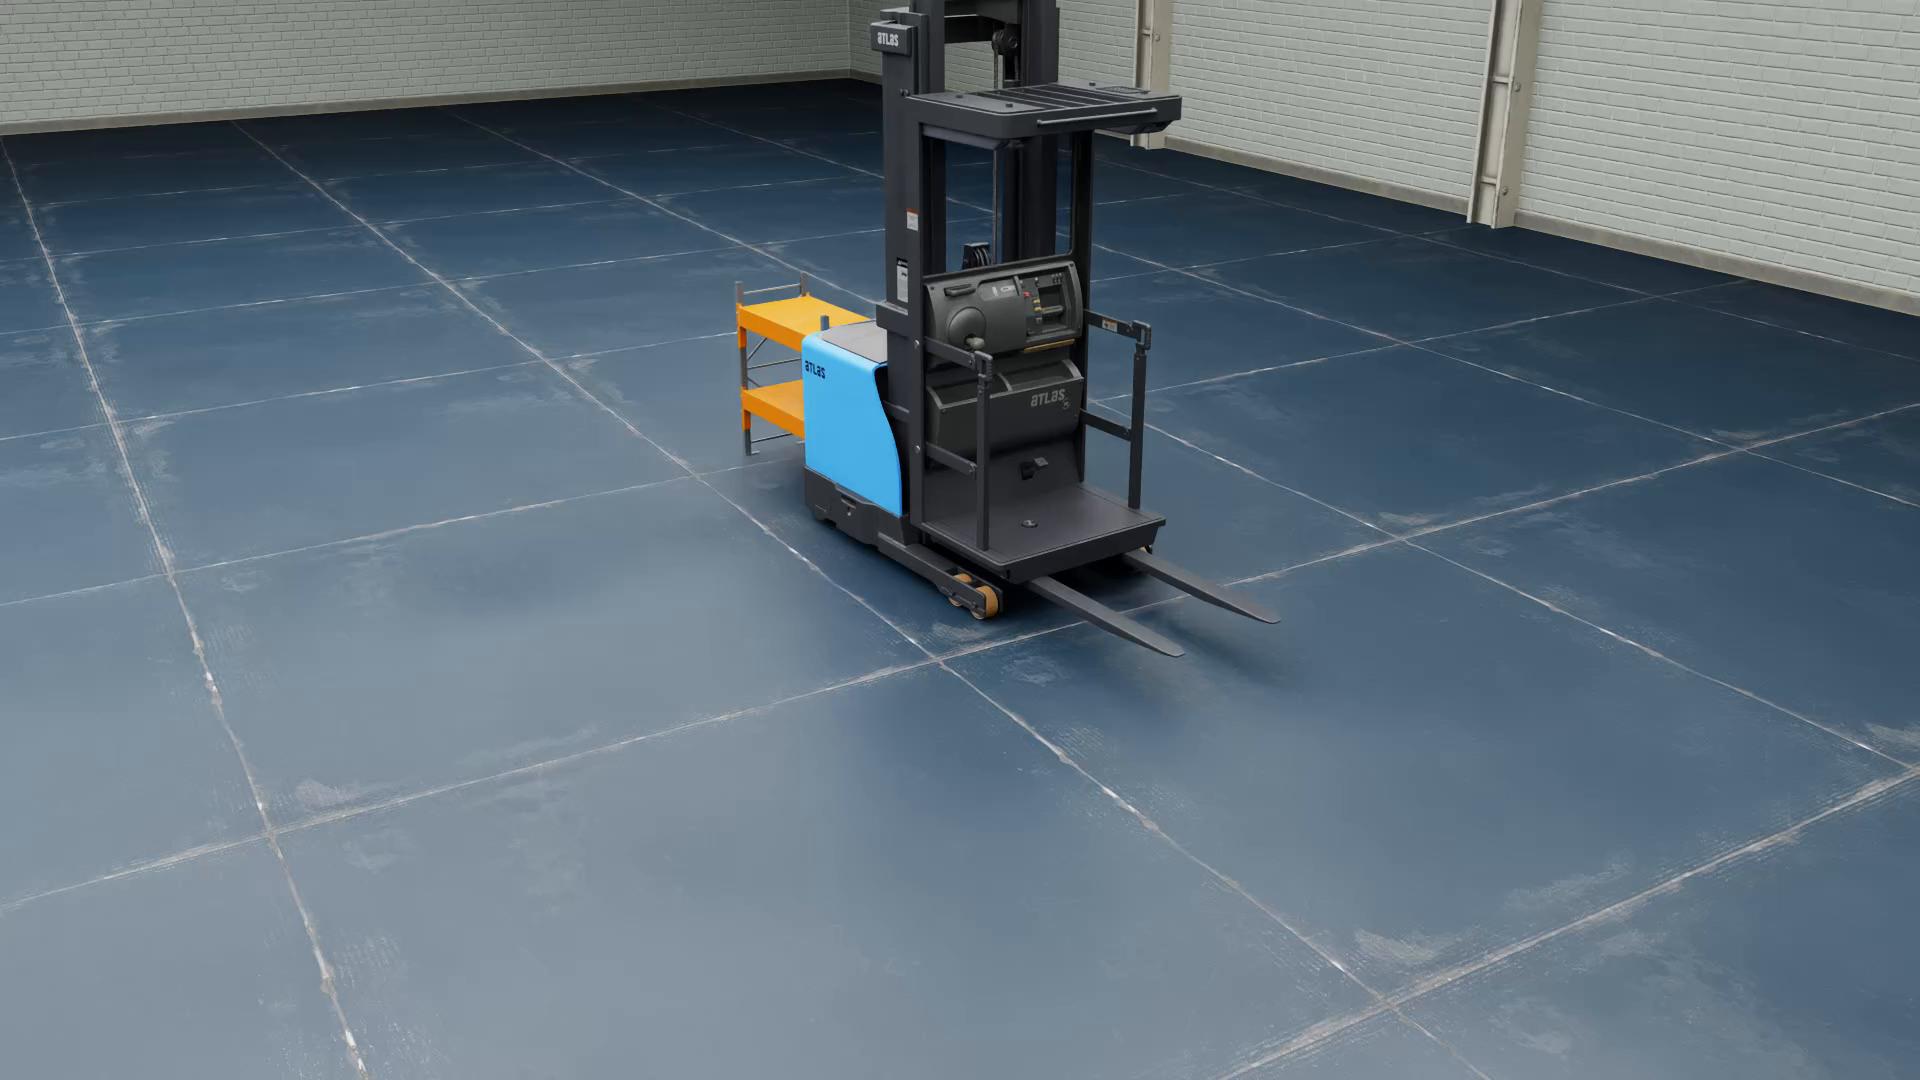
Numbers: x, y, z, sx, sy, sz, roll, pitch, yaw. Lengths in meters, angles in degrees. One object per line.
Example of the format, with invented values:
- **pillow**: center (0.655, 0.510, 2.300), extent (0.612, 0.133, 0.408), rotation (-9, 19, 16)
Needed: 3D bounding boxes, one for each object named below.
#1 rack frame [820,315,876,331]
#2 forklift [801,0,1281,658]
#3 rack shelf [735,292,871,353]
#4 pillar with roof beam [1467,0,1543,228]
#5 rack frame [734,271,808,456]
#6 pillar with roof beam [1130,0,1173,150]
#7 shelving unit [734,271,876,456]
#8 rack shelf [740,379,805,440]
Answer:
- **rack frame**: center (-0.585, -0.807, 9.802), extent (0.500, 1.125, 0.032), rotation (-15, 27, -33)
- **forklift**: center (0.361, -1.167, 8.290), extent (1.130, 2.935, 3.031), rotation (-15, 27, -32)
- **rack shelf**: center (-0.881, -1.233, 10.075), extent (0.538, 0.278, 1.000), rotation (-15, 27, -33)
- **pillar with roof beam**: center (1.884, -6.669, 13.769), extent (9.100, 9.000, 0.400), rotation (-13, 25, -28)
- **rack frame**: center (-1.177, -1.118, 10.568), extent (0.500, 1.125, 0.032), rotation (-15, 27, -33)
- **pillar with roof beam**: center (-1.180, -8.612, 18.548), extent (9.100, 9.000, 0.400), rotation (-13, 25, -28)
- **shelving unit**: center (-0.881, -0.962, 10.185), extent (0.538, 1.125, 1.048), rotation (-15, 27, -33)
- **rack shelf**: center (-0.881, -0.736, 10.277), extent (0.538, 0.278, 1.000), rotation (-15, 27, -33)
